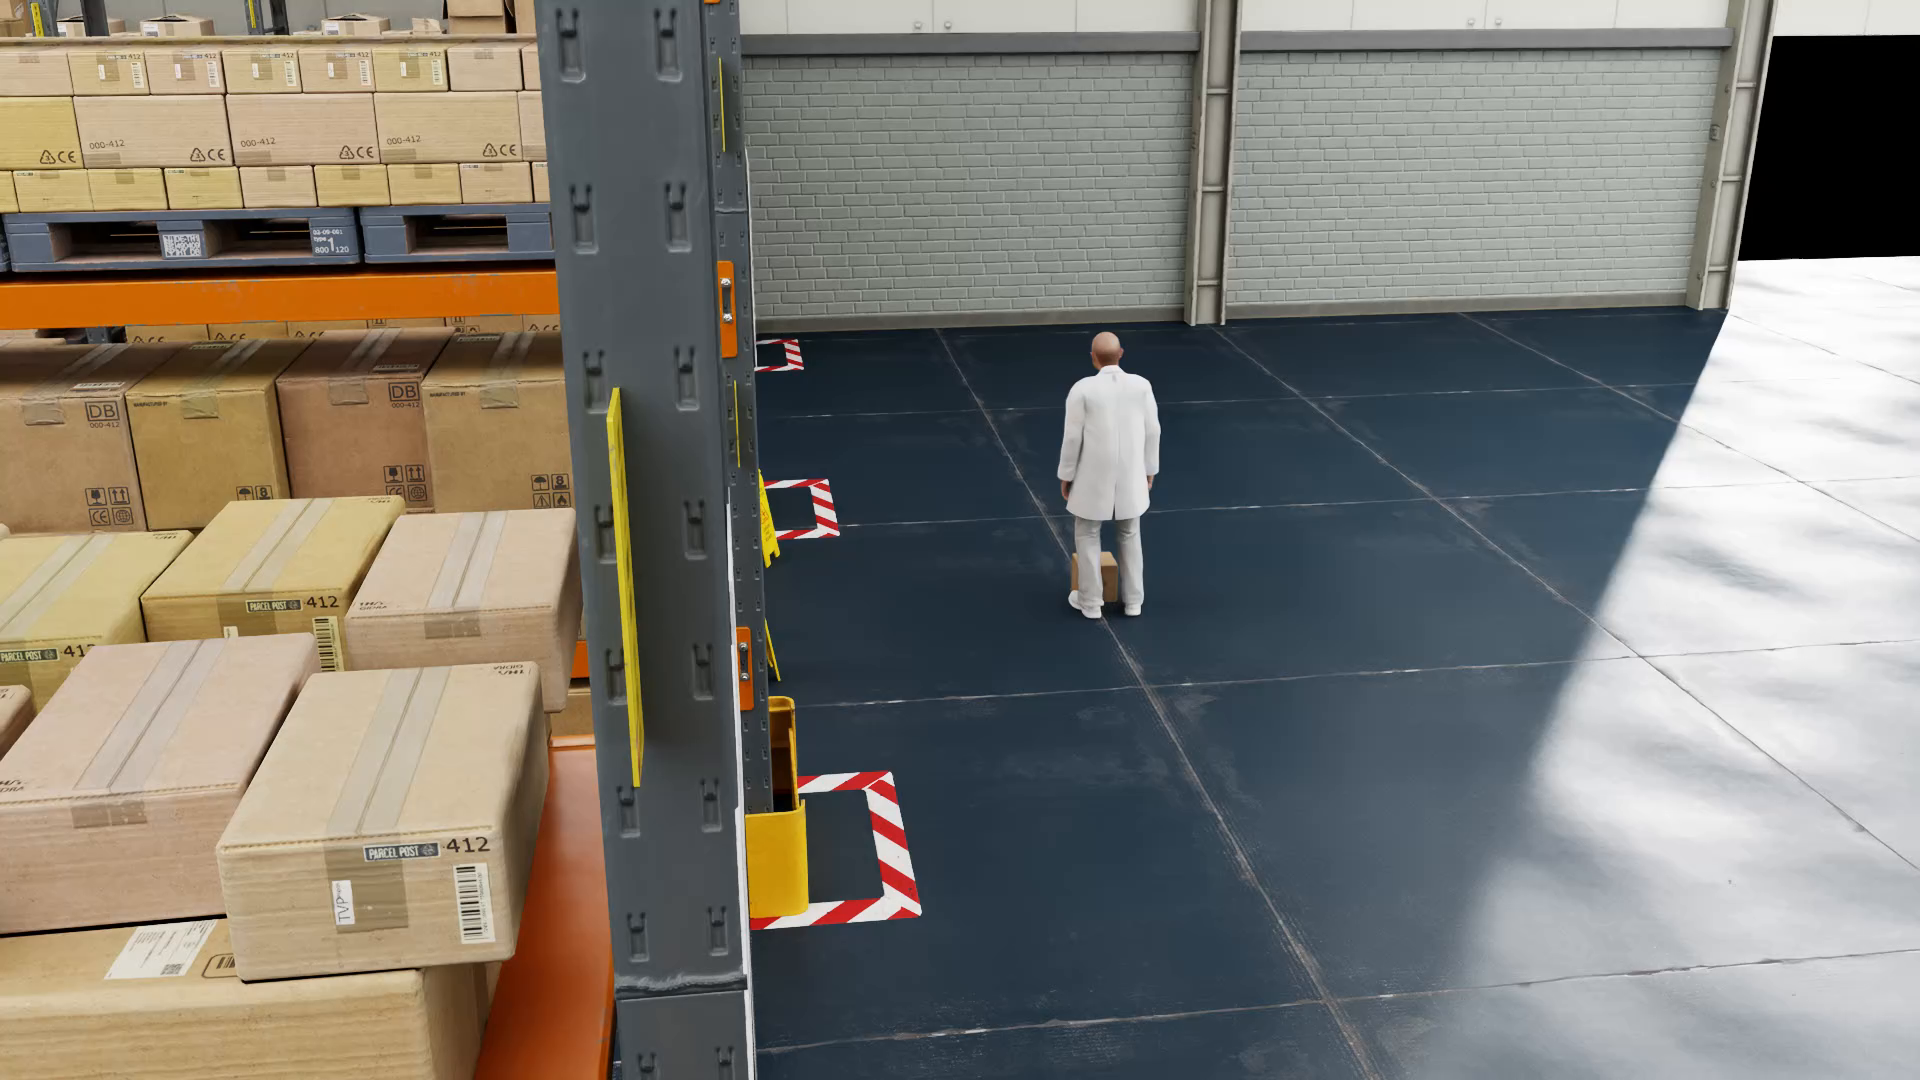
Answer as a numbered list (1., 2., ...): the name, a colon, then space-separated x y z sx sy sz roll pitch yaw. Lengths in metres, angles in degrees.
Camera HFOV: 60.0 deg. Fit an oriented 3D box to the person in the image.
1. person: 0.906 -0.393 10.195 0.641 1.772 0.428 -4 20 -10
